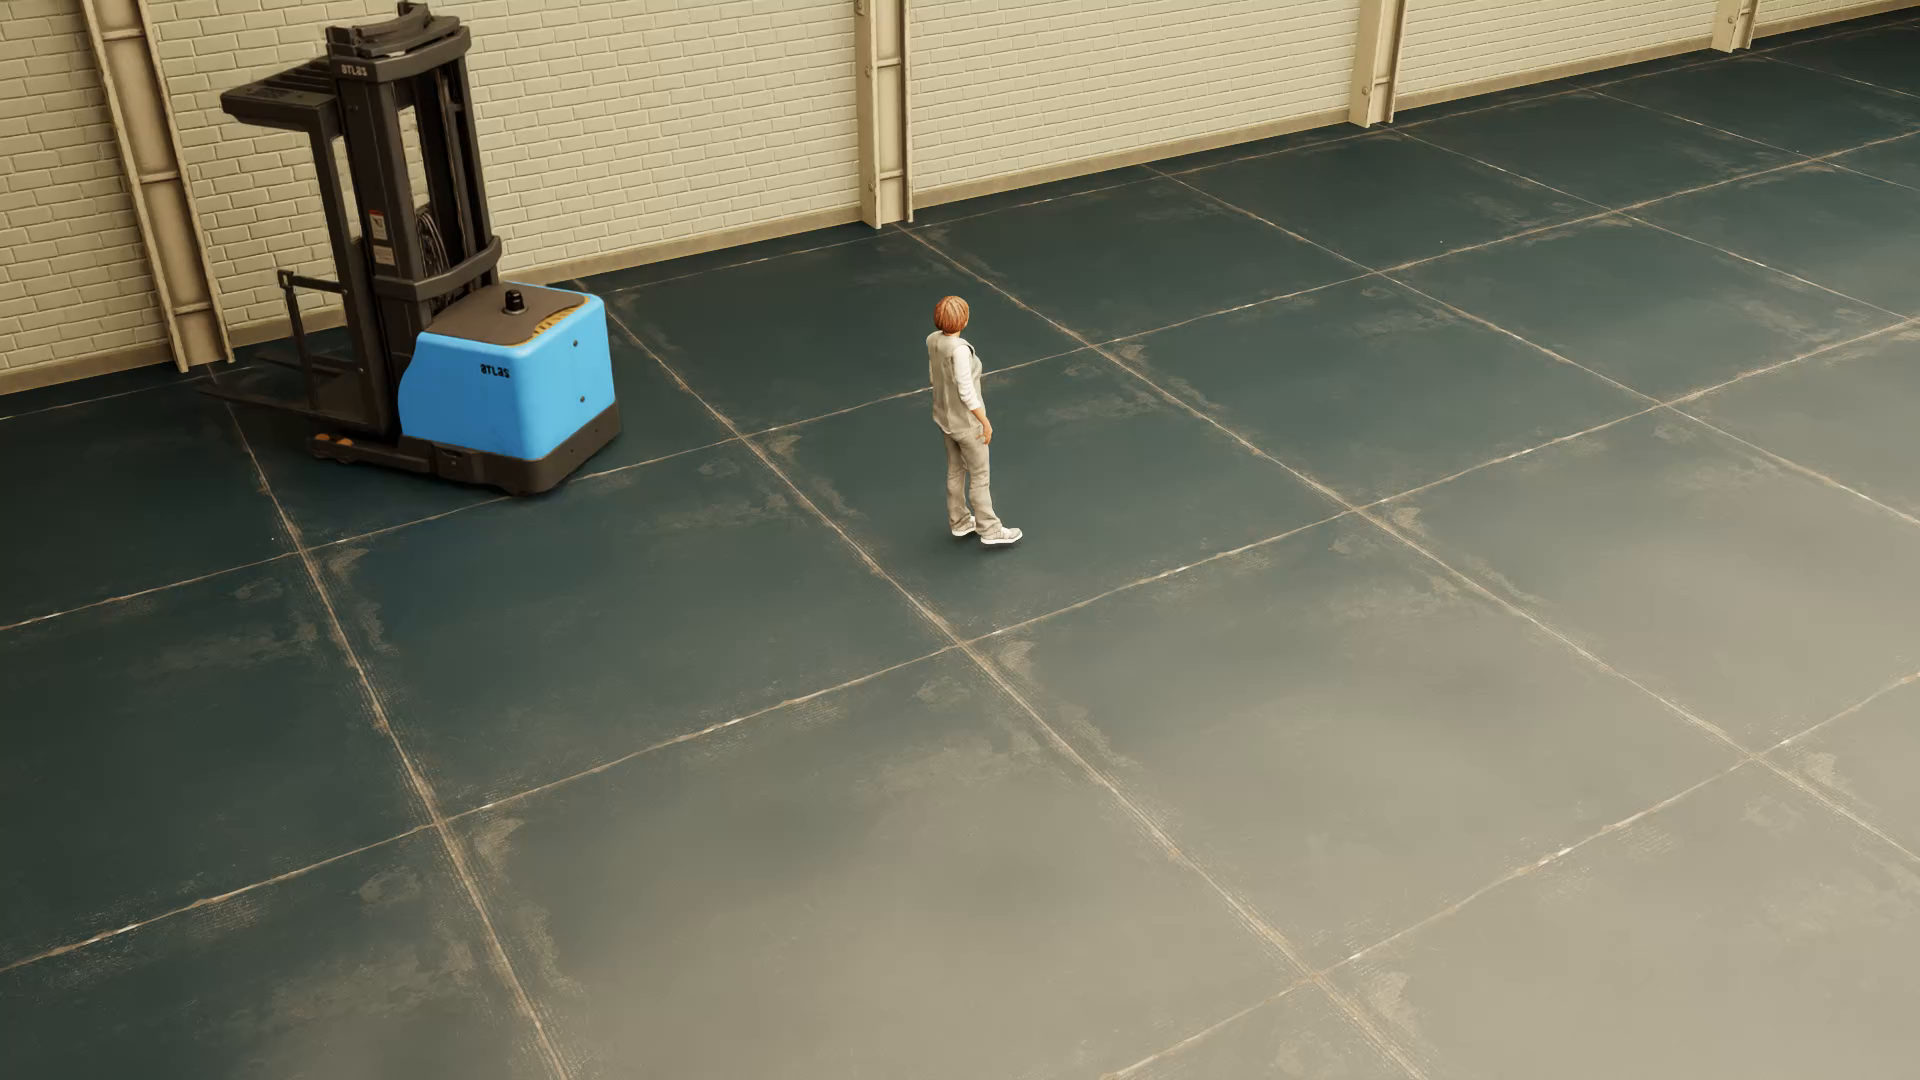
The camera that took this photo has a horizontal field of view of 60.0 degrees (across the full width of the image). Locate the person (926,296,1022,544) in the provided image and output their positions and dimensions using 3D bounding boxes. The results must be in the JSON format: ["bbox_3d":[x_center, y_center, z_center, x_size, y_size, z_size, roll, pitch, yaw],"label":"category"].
[{"bbox_3d":[0.071,-0.740,10.088,0.472,1.598,0.521,-17,35,-26],"label":"person"}]

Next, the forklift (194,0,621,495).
[{"bbox_3d":[-3.943,-2.021,11.023,3.031,2.935,1.130,11,33,18],"label":"forklift"}]
